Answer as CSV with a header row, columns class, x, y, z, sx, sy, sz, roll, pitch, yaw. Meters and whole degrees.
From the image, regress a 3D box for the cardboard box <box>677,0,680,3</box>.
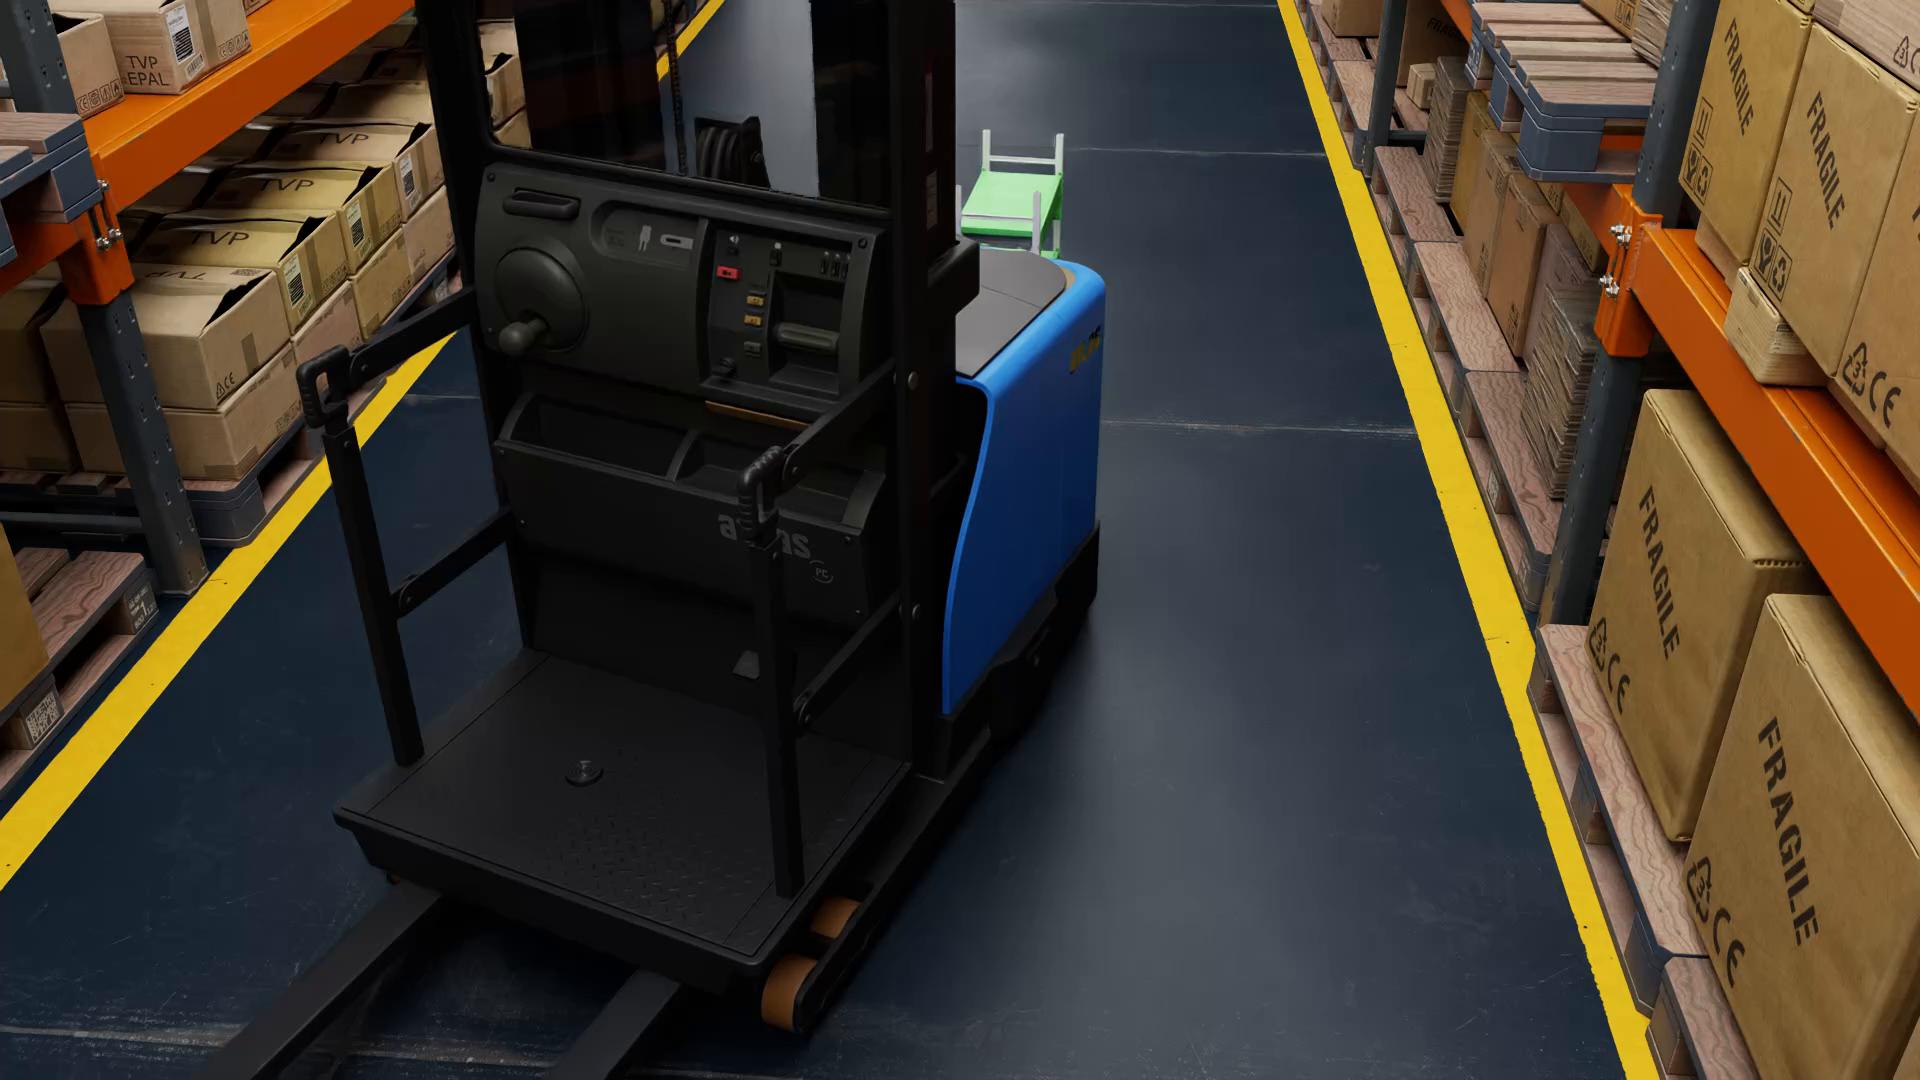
class,x,y,z,sx,sy,sz,roll,pitch,yaw
cardboard box,-1.955,-3.531,10.341,0.500,0.250,0.500,2,32,4

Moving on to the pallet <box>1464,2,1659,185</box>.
class,x,y,z,sx,sy,sz,roll,pitch,yaw
pallet,2.100,-1.242,4.589,1.213,0.211,1.003,2,32,4

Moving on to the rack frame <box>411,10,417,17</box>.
class,x,y,z,sx,sy,sz,roll,pitch,yaw
rack frame,-2.464,-3.248,7.661,1.000,3.000,0.127,2,32,4

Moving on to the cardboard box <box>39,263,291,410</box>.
class,x,y,z,sx,sy,sz,roll,pitch,yaw
cardboard box,-2.454,-0.664,5.155,0.500,0.311,0.500,3,32,6

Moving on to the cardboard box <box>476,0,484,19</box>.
class,x,y,z,sx,sy,sz,roll,pitch,yaw
cardboard box,-2.591,-3.088,8.908,0.500,0.500,0.500,2,32,4

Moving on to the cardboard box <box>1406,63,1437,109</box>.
class,x,y,z,sx,sy,sz,roll,pitch,yaw
cardboard box,2.488,-2.300,8.405,0.380,0.166,0.250,-2,32,-2

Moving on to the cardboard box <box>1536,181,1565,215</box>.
class,x,y,z,sx,sy,sz,roll,pitch,yaw
cardboard box,2.301,-1.332,5.801,0.500,0.250,0.500,2,32,4

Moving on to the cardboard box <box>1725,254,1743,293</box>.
class,x,y,z,sx,sy,sz,roll,pitch,yaw
cardboard box,1.862,-0.554,3.511,0.380,0.149,0.250,3,32,5

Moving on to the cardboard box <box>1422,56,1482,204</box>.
class,x,y,z,sx,sy,sz,roll,pitch,yaw
cardboard box,2.431,-1.776,7.236,0.700,0.500,0.500,3,32,6

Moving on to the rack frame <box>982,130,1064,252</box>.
class,x,y,z,sx,sy,sz,roll,pitch,yaw
rack frame,0.187,-0.694,5.232,0.240,1.200,0.015,5,32,9

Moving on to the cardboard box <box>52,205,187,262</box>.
class,x,y,z,sx,sy,sz,roll,pitch,yaw
cardboard box,-2.956,-0.960,5.634,0.500,0.311,0.500,2,32,3

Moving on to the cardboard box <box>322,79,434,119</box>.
class,x,y,z,sx,sy,sz,roll,pitch,yaw
cardboard box,-2.290,-1.738,6.896,0.500,0.311,0.500,2,32,4

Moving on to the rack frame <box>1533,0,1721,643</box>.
class,x,y,z,sx,sy,sz,roll,pitch,yaw
rack frame,2.148,-0.947,3.927,1.000,3.000,0.127,2,32,4

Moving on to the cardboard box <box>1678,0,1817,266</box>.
class,x,y,z,sx,sy,sz,roll,pitch,yaw
cardboard box,1.854,-0.881,3.423,0.500,0.500,0.500,3,32,5

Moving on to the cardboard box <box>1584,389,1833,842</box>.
class,x,y,z,sx,sy,sz,roll,pitch,yaw
cardboard box,1.958,0.169,3.766,0.750,0.750,0.750,2,32,3

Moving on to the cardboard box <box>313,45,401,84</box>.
class,x,y,z,sx,sy,sz,roll,pitch,yaw
cardboard box,-2.791,-2.028,7.367,0.500,0.311,0.500,2,32,3

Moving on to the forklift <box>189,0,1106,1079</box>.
class,x,y,z,sx,sy,sz,roll,pitch,yaw
forklift,-0.683,-0.461,3.205,1.130,2.935,3.031,14,34,21

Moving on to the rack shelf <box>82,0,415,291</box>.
class,x,y,z,sx,sy,sz,roll,pitch,yaw
rack shelf,-2.626,-1.896,6.153,1.077,0.370,4.000,2,32,4

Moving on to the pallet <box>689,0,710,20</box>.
class,x,y,z,sx,sy,sz,roll,pitch,yaw
pallet,-2.158,-3.751,11.135,1.003,0.211,1.213,2,32,4

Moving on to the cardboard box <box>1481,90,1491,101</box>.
class,x,y,z,sx,sy,sz,roll,pitch,yaw
cardboard box,2.398,-1.865,6.665,0.500,0.250,0.500,2,32,3

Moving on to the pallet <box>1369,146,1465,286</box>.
class,x,y,z,sx,sy,sz,roll,pitch,yaw
pallet,2.412,-1.444,7.392,1.003,0.211,1.213,2,32,4

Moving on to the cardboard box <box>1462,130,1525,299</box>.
class,x,y,z,sx,sy,sz,roll,pitch,yaw
cardboard box,2.357,-1.238,6.364,0.700,0.500,0.500,3,32,5

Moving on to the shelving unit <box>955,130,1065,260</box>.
class,x,y,z,sx,sy,sz,roll,pitch,yaw
shelving unit,0.144,-0.568,5.027,0.258,1.200,0.503,5,32,9

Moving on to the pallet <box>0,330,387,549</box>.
class,x,y,z,sx,sy,sz,roll,pitch,yaw
pallet,-2.683,-0.398,5.694,1.003,0.211,1.213,2,32,4

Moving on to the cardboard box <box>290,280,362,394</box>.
class,x,y,z,sx,sy,sz,roll,pitch,yaw
cardboard box,-2.414,-0.689,5.729,0.500,0.250,0.500,2,32,3

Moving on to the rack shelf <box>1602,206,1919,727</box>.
class,x,y,z,sx,sy,sz,roll,pitch,yaw
rack shelf,1.986,0.405,2.419,1.077,0.370,4.000,2,32,4

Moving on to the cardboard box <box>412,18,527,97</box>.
class,x,y,z,sx,sy,sz,roll,pitch,yaw
cardboard box,-2.211,-2.271,7.762,0.500,0.311,0.500,2,32,4

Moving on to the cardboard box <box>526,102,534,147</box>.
class,x,y,z,sx,sy,sz,roll,pitch,yaw
cardboard box,-2.208,-2.027,7.900,0.500,0.250,0.500,2,32,4

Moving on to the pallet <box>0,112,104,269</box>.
class,x,y,z,sx,sy,sz,roll,pitch,yaw
pallet,-2.774,-0.717,3.737,1.213,0.211,1.003,2,32,4

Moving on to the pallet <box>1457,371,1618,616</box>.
class,x,y,z,sx,sy,sz,roll,pitch,yaw
pallet,2.213,-0.168,5.321,1.003,0.211,1.213,2,32,4

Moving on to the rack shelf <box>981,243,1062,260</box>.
class,x,y,z,sx,sy,sz,roll,pitch,yaw
rack shelf,0.144,-0.718,4.935,0.258,0.148,0.480,5,32,9

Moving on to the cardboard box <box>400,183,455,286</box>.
class,x,y,z,sx,sy,sz,roll,pitch,yaw
cardboard box,-2.335,-1.229,6.605,0.500,0.250,0.500,3,32,5

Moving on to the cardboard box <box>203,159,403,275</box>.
class,x,y,z,sx,sy,sz,roll,pitch,yaw
cardboard box,-2.376,-1.206,6.034,0.500,0.311,0.500,2,32,3

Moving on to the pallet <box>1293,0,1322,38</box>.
class,x,y,z,sx,sy,sz,roll,pitch,yaw
pallet,2.692,-3.480,10.695,1.003,0.211,1.213,2,32,4

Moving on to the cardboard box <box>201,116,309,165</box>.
class,x,y,z,sx,sy,sz,roll,pitch,yaw
cardboard box,-2.869,-1.485,6.487,0.500,0.311,0.500,3,32,5

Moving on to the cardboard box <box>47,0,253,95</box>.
class,x,y,z,sx,sy,sz,roll,pitch,yaw
cardboard box,-2.523,-1.578,5.036,0.500,0.311,0.500,2,32,3

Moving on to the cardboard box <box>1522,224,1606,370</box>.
class,x,y,z,sx,sy,sz,roll,pitch,yaw
cardboard box,2.313,-0.713,5.511,0.700,0.500,0.500,2,32,4

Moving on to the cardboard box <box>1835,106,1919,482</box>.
class,x,y,z,sx,sy,sz,roll,pitch,yaw
cardboard box,1.760,-0.348,2.558,0.500,0.500,0.500,2,32,4

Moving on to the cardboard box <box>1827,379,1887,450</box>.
class,x,y,z,sx,sy,sz,roll,pitch,yaw
cardboard box,1.858,-0.282,3.070,0.380,0.149,0.250,2,32,3

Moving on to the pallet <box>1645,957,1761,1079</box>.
class,x,y,z,sx,sy,sz,roll,pitch,yaw
pallet,1.907,1.286,2.962,1.003,0.211,1.213,2,32,4

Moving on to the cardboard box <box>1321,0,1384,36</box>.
class,x,y,z,sx,sy,sz,roll,pitch,yaw
cardboard box,2.498,-3.215,9.572,0.700,0.500,0.500,1,32,1

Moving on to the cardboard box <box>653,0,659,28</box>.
class,x,y,z,sx,sy,sz,roll,pitch,yaw
cardboard box,-2.032,-3.008,9.493,0.500,0.250,0.500,2,32,4

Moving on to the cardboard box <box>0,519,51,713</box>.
class,x,y,z,sx,sy,sz,roll,pitch,yaw
cardboard box,-2.631,0.220,3.998,0.500,0.500,0.500,4,32,6

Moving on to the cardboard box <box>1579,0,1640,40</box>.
class,x,y,z,sx,sy,sz,roll,pitch,yaw
cardboard box,2.195,-1.716,4.661,0.700,0.500,0.500,0,32,-1

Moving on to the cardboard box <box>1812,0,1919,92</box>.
class,x,y,z,sx,sy,sz,roll,pitch,yaw
cardboard box,1.811,-0.936,2.797,0.500,0.250,0.500,2,32,3
